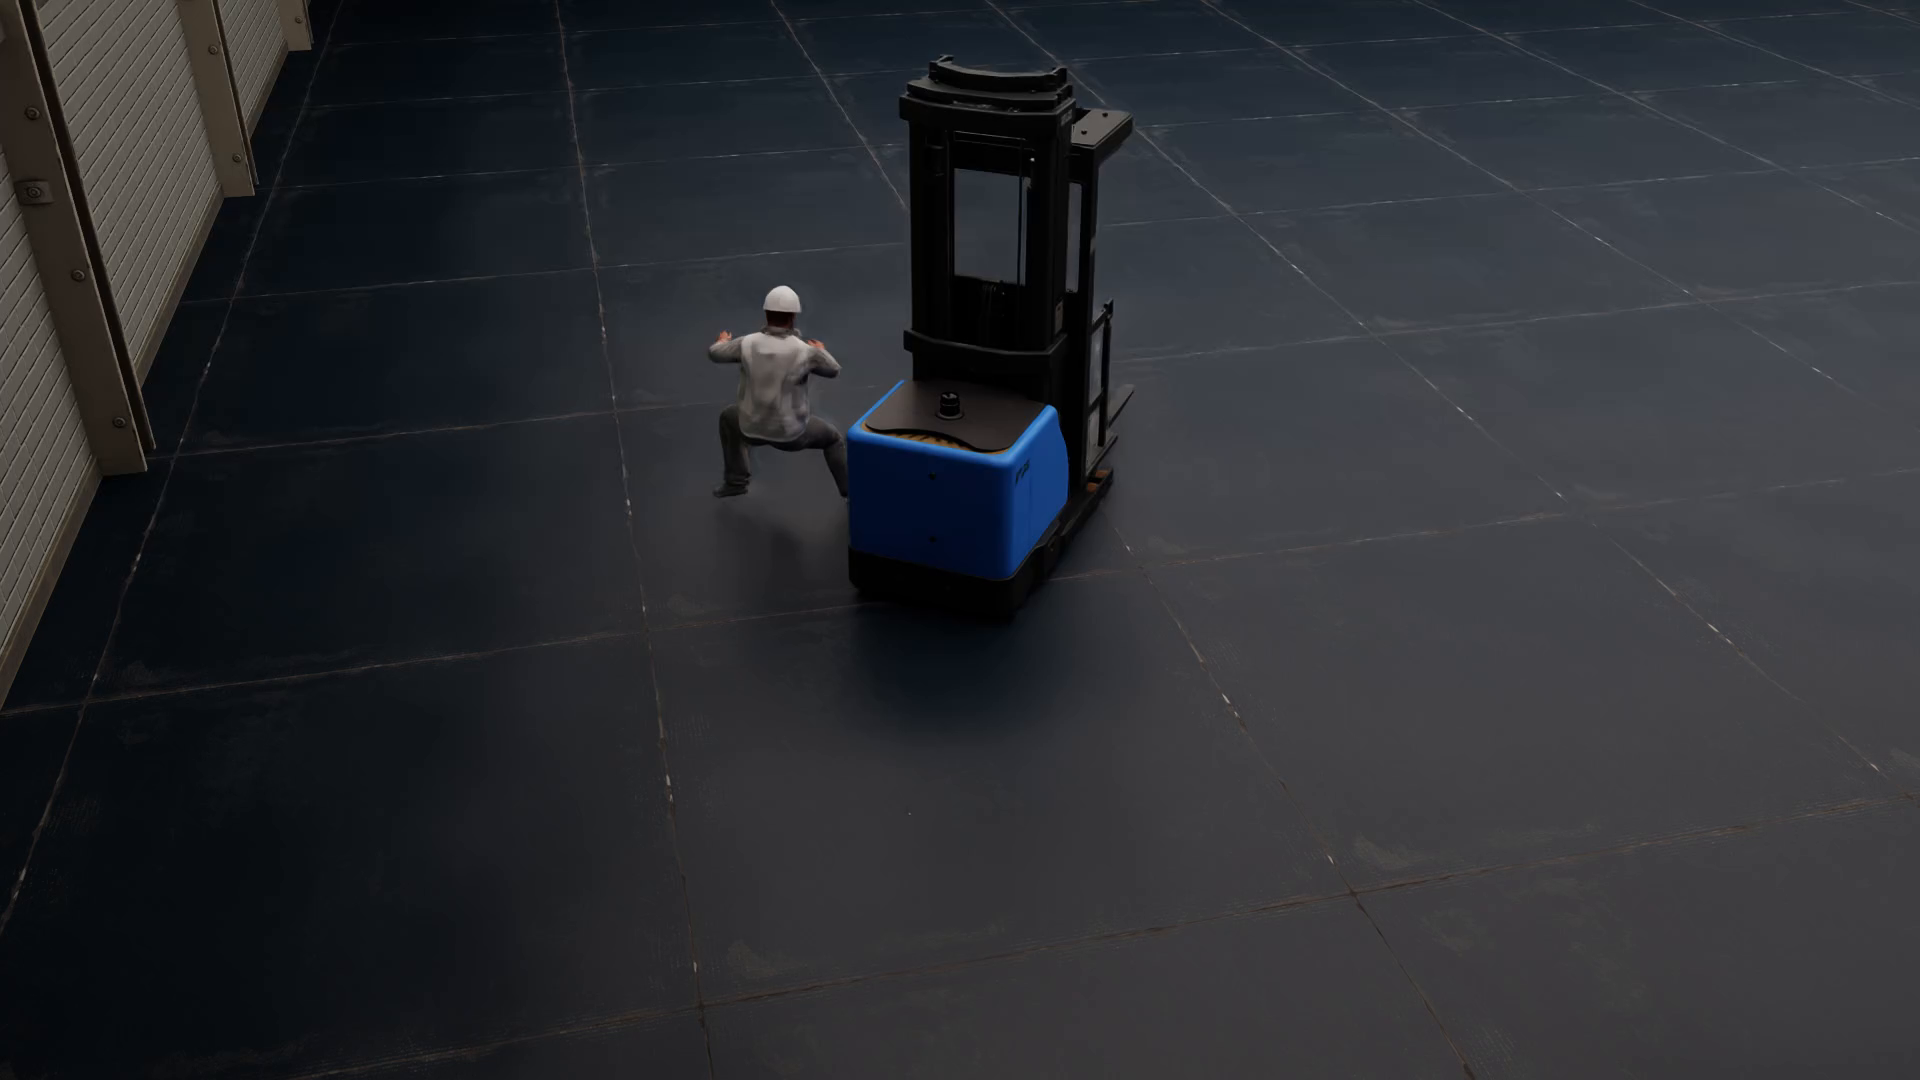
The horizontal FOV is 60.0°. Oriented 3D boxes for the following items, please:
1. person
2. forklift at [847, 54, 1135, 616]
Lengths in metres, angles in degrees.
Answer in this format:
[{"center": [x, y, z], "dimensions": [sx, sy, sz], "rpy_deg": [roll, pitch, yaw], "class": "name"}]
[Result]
[{"center": [-1.122, -0.891, 10.435], "dimensions": [1.017, 1.530, 0.749], "rpy_deg": [5, 30, 9], "class": "person"}, {"center": [0.369, -1.551, 10.253], "dimensions": [1.130, 2.935, 3.031], "rpy_deg": [12, 32, 19], "class": "forklift"}]
